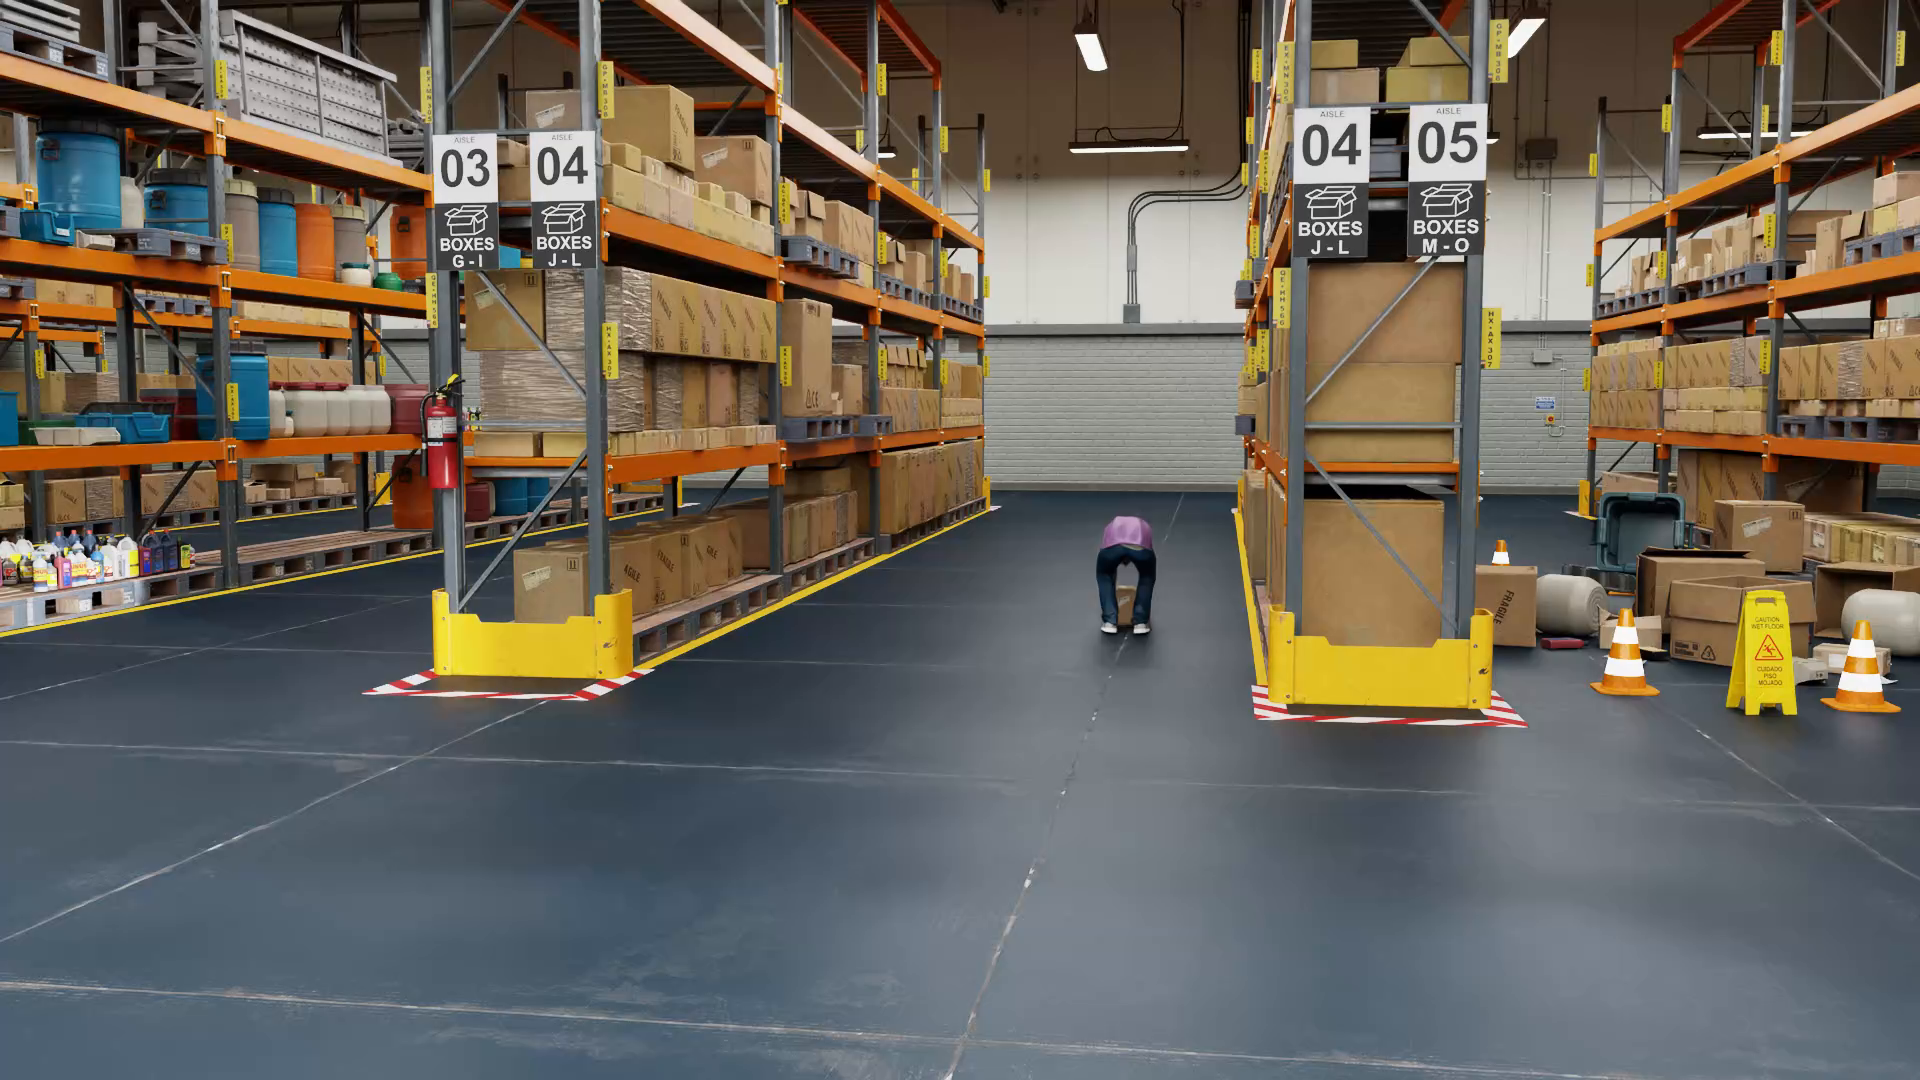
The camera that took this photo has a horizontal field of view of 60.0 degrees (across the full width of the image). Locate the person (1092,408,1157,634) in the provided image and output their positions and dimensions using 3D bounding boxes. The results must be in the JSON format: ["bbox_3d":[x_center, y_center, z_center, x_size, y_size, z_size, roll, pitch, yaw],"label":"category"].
[{"bbox_3d":[1.160,-0.129,11.717,0.466,1.591,0.345,1,5,6],"label":"person"}]
